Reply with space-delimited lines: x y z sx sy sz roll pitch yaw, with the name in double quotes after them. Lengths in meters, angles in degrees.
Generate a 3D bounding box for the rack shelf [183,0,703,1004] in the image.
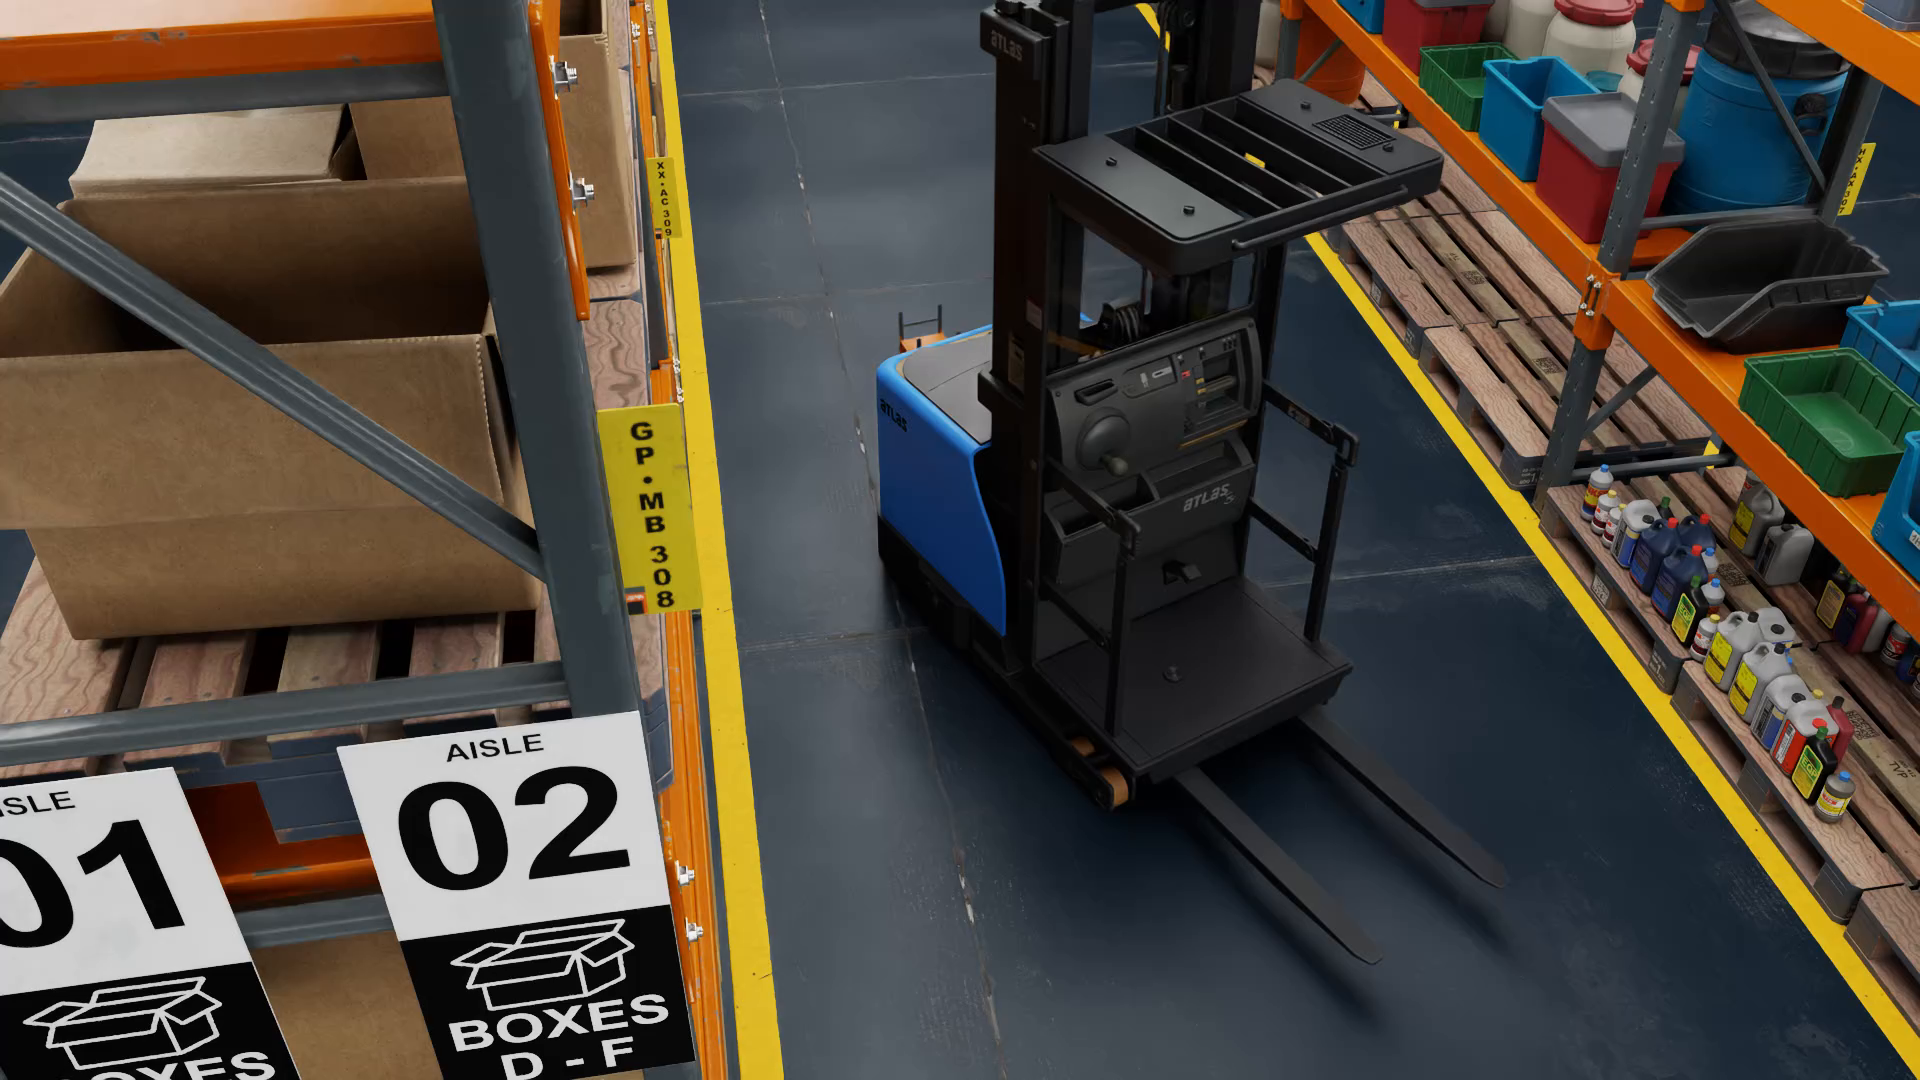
-1.291 -0.525 4.122 1.077 0.370 4.000 -6 38 -8 "rack shelf"

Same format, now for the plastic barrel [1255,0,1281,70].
2.245 -3.587 11.608 0.421 0.512 0.421 0 38 0 "plastic barrel"

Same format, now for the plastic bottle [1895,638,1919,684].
3.813 0.439 6.606 0.097 0.271 0.097 0 38 0 "plastic bottle"

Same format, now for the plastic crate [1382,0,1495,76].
2.516 -2.795 8.850 0.402 0.464 0.583 -6 38 -8 "plastic crate"

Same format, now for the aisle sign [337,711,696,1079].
-0.627 0.564 2.460 0.394 0.787 0.004 -6 38 -8 "aisle sign"

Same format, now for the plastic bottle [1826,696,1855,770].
3.271 0.723 6.230 0.061 0.283 0.133 -6 38 -8 "plastic bottle"

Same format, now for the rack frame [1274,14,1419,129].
2.534 -3.779 10.169 1.000 3.000 0.127 -6 38 -8 "rack frame"

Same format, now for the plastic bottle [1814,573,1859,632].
3.626 0.232 6.862 0.061 0.283 0.133 -6 38 -8 "plastic bottle"

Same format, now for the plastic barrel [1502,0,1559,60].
3.079 -2.722 8.698 0.433 0.535 0.433 0 38 0 "plastic barrel"

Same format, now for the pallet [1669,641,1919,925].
3.530 0.887 6.436 1.003 0.211 1.213 -6 38 -8 "pallet"

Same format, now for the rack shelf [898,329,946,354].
-0.133 -0.756 7.422 0.215 0.259 0.240 -13 40 -16 "rack shelf"

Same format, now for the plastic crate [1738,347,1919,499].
3.196 -0.429 6.030 0.450 0.188 0.662 -6 38 -8 "plastic crate"

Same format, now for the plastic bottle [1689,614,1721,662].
3.028 0.388 6.727 0.097 0.201 0.097 0 38 0 "plastic bottle"

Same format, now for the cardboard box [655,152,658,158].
-1.911 -1.946 9.252 0.500 0.311 0.500 -7 38 -9 "cardboard box"

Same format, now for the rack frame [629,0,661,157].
-2.343 -3.248 9.486 1.000 3.000 0.127 -6 38 -8 "rack frame"

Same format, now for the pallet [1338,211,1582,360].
2.842 -1.470 9.470 1.003 0.211 1.213 -6 38 -8 "pallet"

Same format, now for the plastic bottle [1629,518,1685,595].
2.969 0.042 7.052 0.144 0.351 0.185 -5 38 -7 "plastic bottle"

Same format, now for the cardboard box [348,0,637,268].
-0.962 -0.894 3.473 0.500 0.500 0.500 -6 38 -8 "cardboard box"

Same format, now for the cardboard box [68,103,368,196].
-1.499 -0.790 3.493 0.500 0.311 0.500 -2 38 -3 "cardboard box"

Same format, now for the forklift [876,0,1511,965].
0.845 -0.454 5.946 1.130 2.935 3.031 -21 43 -25 "forklift"

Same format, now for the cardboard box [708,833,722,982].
-1.077 1.250 5.595 0.500 0.250 0.500 -6 38 -8 "cardboard box"

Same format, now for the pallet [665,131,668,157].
-2.437 -2.602 10.927 1.003 0.211 1.213 -6 38 -8 "pallet"

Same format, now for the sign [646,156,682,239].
-1.096 -1.266 6.164 0.100 0.325 0.005 -6 38 -8 "sign"

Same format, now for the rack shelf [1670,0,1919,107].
3.586 -1.055 4.804 1.077 0.370 4.000 -6 38 -8 "rack shelf"

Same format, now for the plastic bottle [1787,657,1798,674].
3.220 0.545 6.526 0.097 0.201 0.097 0 38 0 "plastic bottle"

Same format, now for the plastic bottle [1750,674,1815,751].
3.142 0.654 6.325 0.152 0.276 0.135 -7 38 -9 "plastic bottle"

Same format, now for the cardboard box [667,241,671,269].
-1.917 -1.726 9.425 0.500 0.250 0.500 -7 38 -8 "cardboard box"

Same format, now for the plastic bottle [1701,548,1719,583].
3.113 0.148 6.980 0.097 0.271 0.097 0 38 0 "plastic bottle"

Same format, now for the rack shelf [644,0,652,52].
-2.694 -4.172 11.262 1.077 0.370 4.000 -6 38 -8 "rack shelf"

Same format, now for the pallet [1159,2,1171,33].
2.145 -3.884 12.578 1.003 0.211 1.213 -6 38 -8 "pallet"

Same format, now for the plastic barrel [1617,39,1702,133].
3.284 -2.018 7.791 0.433 0.535 0.433 0 38 0 "plastic barrel"

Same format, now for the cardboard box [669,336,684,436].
-1.551 -0.713 7.664 0.500 0.311 0.500 -7 38 -8 "cardboard box"

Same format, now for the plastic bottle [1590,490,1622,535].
2.878 -0.130 7.395 0.097 0.201 0.097 0 38 0 "plastic bottle"

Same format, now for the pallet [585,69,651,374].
-1.256 -0.734 3.877 1.003 0.211 1.213 -6 38 -8 "pallet"

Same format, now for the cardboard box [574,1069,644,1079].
-0.797 1.028 3.371 0.380 0.149 0.250 -6 38 -8 "cardboard box"

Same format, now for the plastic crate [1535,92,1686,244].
2.849 -1.647 7.373 0.402 0.464 0.583 -6 38 -8 "plastic crate"

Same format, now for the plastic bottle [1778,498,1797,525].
3.632 -0.132 7.276 0.144 0.351 0.185 -7 38 -9 "plastic bottle"

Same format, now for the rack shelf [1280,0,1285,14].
2.184 -4.703 11.944 1.077 0.370 4.000 -6 38 -8 "rack shelf"

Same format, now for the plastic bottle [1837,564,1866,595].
3.723 0.179 6.876 0.144 0.351 0.185 -6 38 -8 "plastic bottle"

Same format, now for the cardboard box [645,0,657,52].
-2.322 -3.359 11.308 0.500 0.500 0.500 -7 38 -9 "cardboard box"

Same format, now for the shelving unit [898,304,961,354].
-0.133 -0.540 7.589 0.215 1.050 0.252 -13 40 -16 "shelving unit"

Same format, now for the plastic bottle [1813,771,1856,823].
3.183 0.923 6.040 0.097 0.201 0.097 0 38 0 "plastic bottle"
